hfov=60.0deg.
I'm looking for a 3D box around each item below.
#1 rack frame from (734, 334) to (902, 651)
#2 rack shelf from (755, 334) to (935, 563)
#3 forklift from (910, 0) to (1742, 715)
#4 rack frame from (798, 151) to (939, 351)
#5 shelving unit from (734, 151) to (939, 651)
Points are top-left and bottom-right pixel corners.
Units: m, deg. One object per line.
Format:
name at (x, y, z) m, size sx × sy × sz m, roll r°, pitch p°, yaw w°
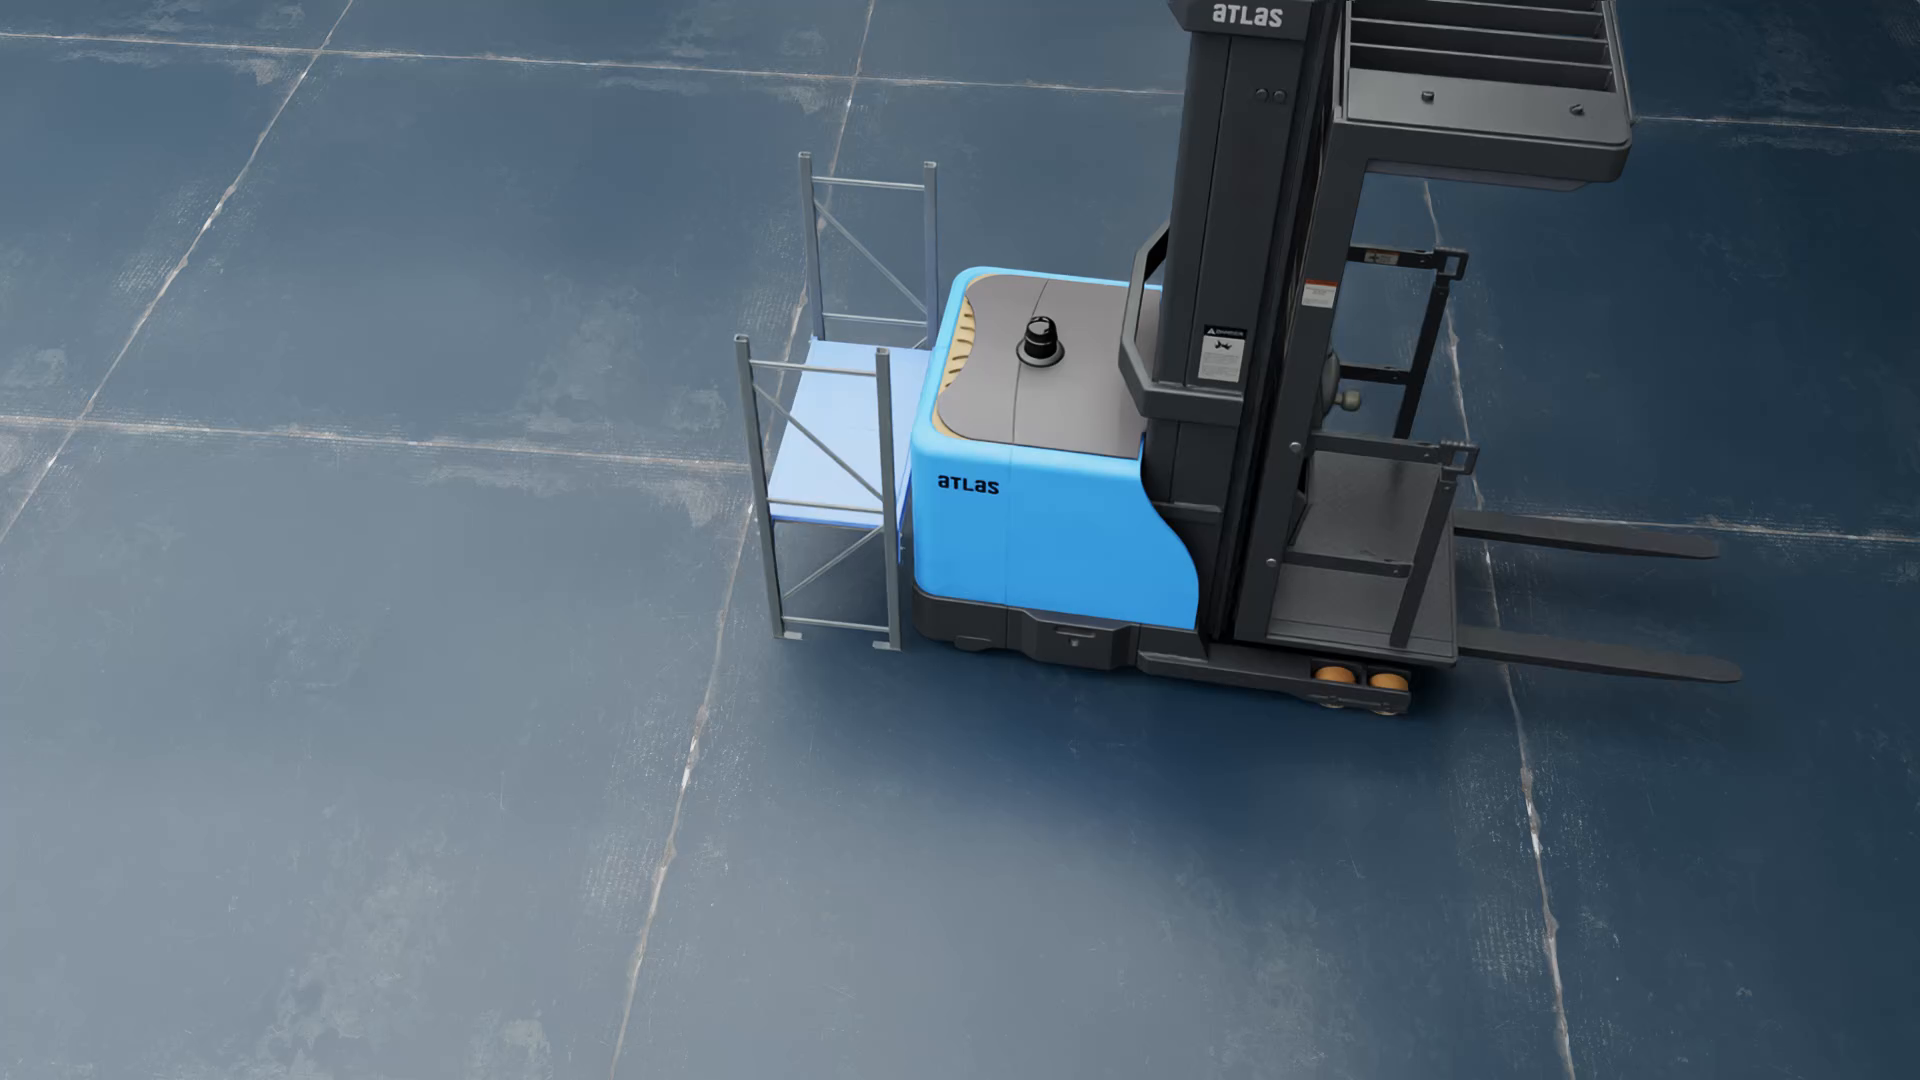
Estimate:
rack frame at (-0.472, -0.117, 5.840) m, size 0.500 × 1.500 × 0.032 m, roll 6°, pitch 48°, yaw 5°
rack shelf at (-0.403, -0.367, 6.313) m, size 0.538 × 0.185 × 1.000 m, roll 6°, pitch 48°, yaw 5°
forklift at (1.382, -0.768, 5.466) m, size 3.031 × 2.935 × 1.130 m, roll 7°, pitch 48°, yaw 7°
rack frame at (-0.333, -0.860, 6.520) m, size 0.500 × 1.500 × 0.032 m, roll 6°, pitch 48°, yaw 5°
shelving unit at (-0.403, -0.488, 6.180) m, size 0.538 × 1.500 × 1.048 m, roll 6°, pitch 48°, yaw 5°
